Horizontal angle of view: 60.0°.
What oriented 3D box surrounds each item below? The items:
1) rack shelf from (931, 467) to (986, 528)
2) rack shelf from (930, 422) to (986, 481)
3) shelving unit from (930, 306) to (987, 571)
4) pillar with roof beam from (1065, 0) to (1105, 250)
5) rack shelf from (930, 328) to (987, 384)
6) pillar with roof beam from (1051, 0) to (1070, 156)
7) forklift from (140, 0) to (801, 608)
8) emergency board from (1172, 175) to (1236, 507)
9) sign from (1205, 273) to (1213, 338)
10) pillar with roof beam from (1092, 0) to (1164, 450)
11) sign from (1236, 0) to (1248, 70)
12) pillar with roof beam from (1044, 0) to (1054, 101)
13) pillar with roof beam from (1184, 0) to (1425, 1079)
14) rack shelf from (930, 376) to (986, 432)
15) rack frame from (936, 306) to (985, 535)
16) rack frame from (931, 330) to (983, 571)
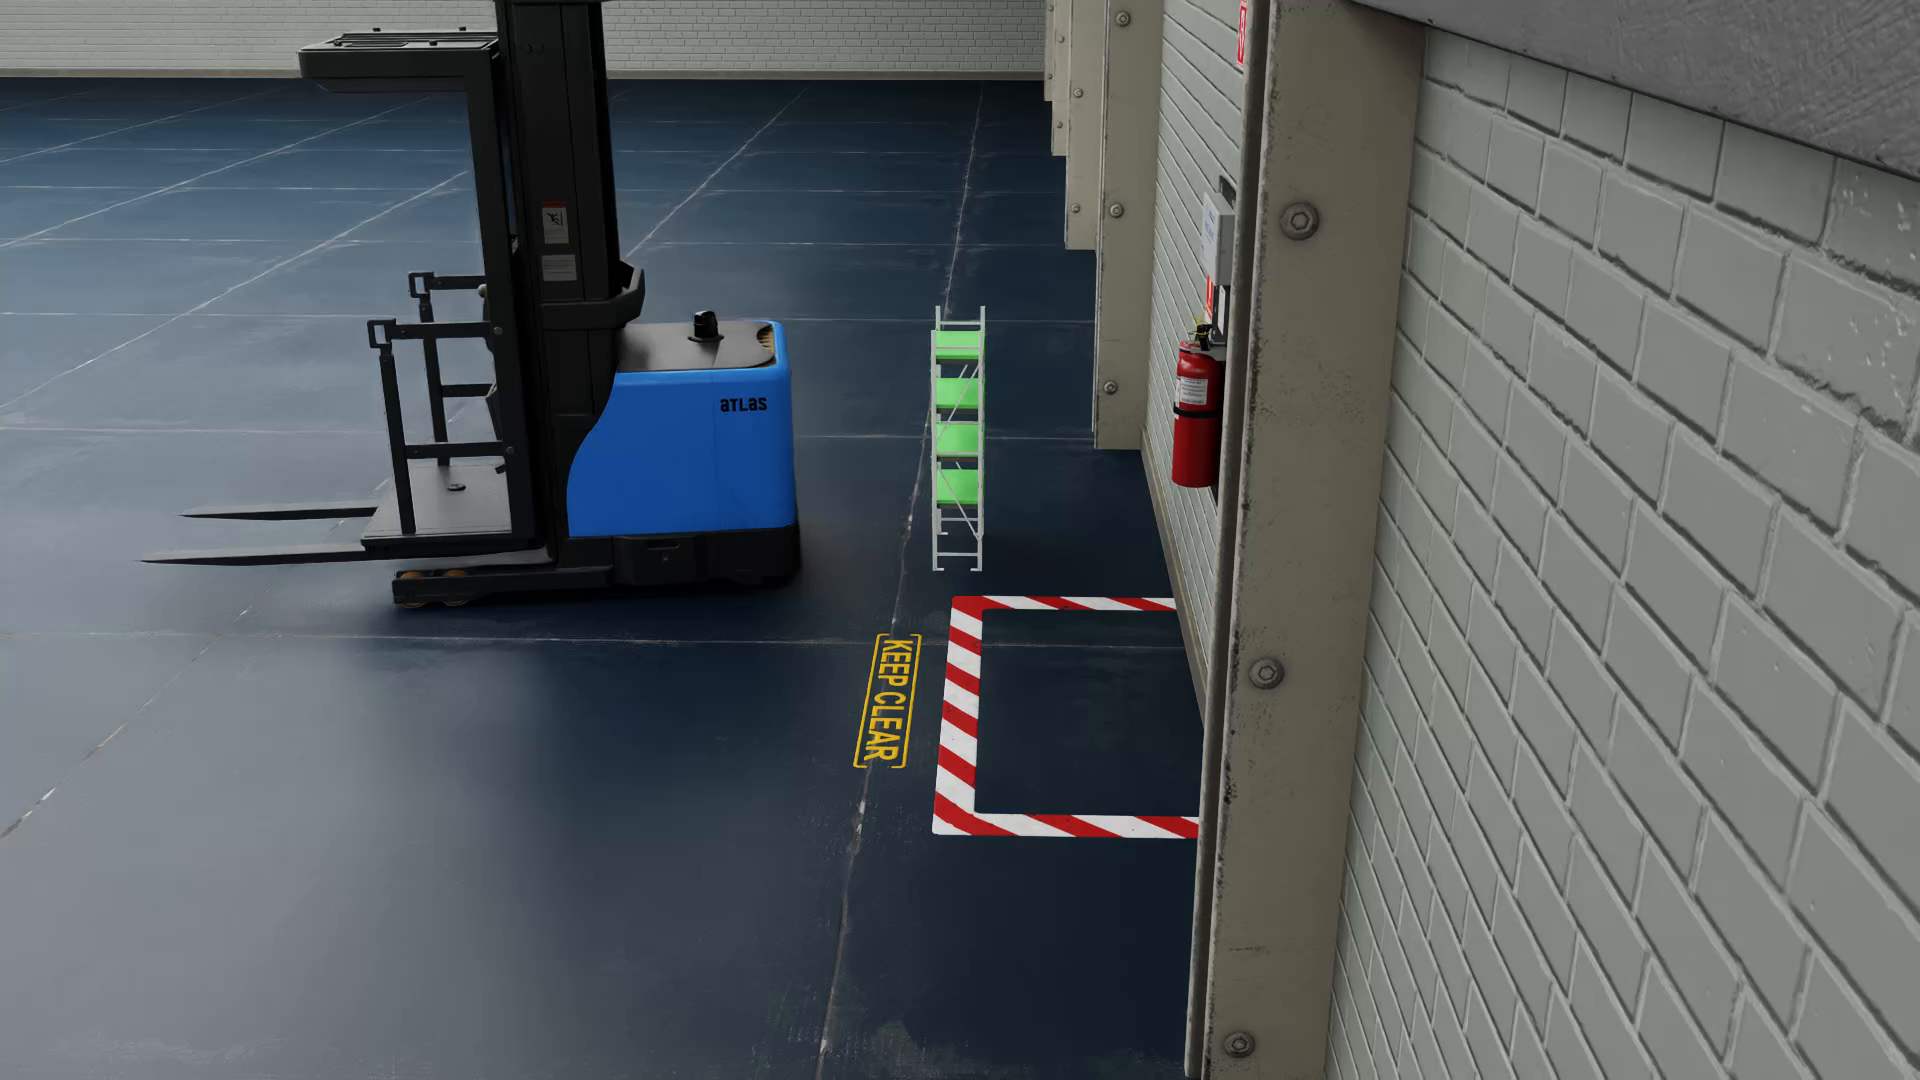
[{"bbox_3d":[-0.005,-0.216,8.268,0.258,0.148,0.480,1,21,2],"label":"rack shelf"},{"bbox_3d":[-0.005,-0.440,8.181,0.258,0.148,0.480,1,21,2],"label":"rack shelf"},{"bbox_3d":[-0.005,-0.500,8.158,0.258,1.200,0.503,1,21,2],"label":"shelving unit"},{"bbox_3d":[-3.155,-7.025,14.194,9.100,9.000,0.400,1,21,2],"label":"pillar with roof beam"},{"bbox_3d":[-0.005,-0.887,8.007,0.258,0.148,0.480,1,21,2],"label":"rack shelf"},{"bbox_3d":[-2.973,-9.194,19.785,9.100,9.000,0.400,1,21,2],"label":"pillar with roof beam"},{"bbox_3d":[-2.323,-1.252,7.705,3.031,2.935,1.130,-3,21,-7],"label":"forklift"},{"bbox_3d":[0.896,-0.735,6.276,0.194,1.169,0.643,1,21,2],"label":"emergency board"},{"bbox_3d":[1.016,-0.950,6.782,0.001,0.329,0.234,1,21,2],"label":"sign"},{"bbox_3d":[-3.338,-4.855,8.602,9.100,9.000,0.400,1,21,2],"label":"pillar with roof beam"},{"bbox_3d":[0.996,-1.817,5.862,0.001,0.298,0.199,1,21,2],"label":"sign"},{"bbox_3d":[-2.790,-11.364,25.376,9.100,9.000,0.400,1,21,2],"label":"pillar with roof beam"},{"bbox_3d":[-3.520,-2.686,3.011,9.100,9.000,0.400,1,21,2],"label":"pillar with roof beam"},{"bbox_3d":[-0.005,-0.664,8.094,0.258,0.148,0.480,1,21,2],"label":"rack shelf"},{"bbox_3d":[0.002,-0.588,8.385,0.240,1.200,0.015,1,21,2],"label":"rack frame"},{"bbox_3d":[-0.012,-0.411,7.930,0.240,1.200,0.015,1,21,2],"label":"rack frame"}]
